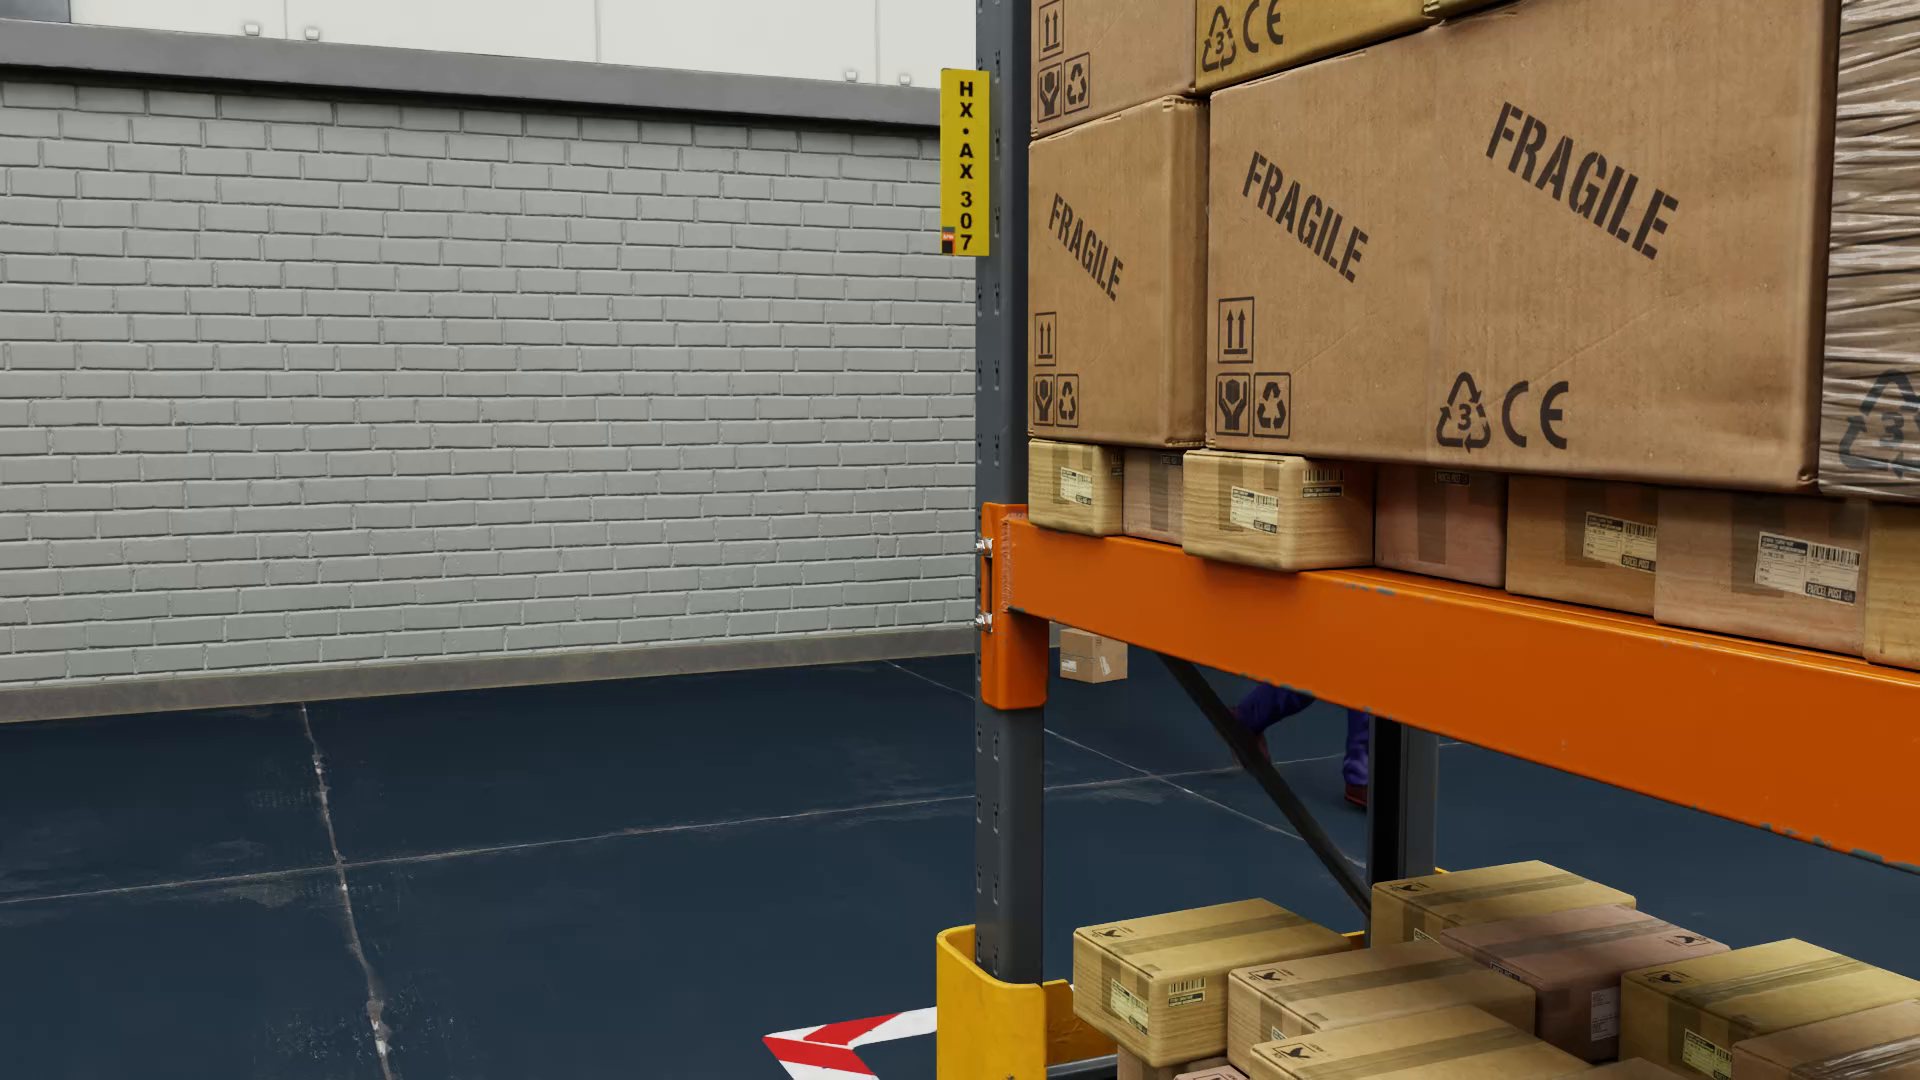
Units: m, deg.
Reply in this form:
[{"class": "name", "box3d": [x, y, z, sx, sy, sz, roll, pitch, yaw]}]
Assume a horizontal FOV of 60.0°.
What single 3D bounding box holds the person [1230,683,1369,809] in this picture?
[{"class": "person", "box3d": [1.324, 0.142, 6.053, 0.473, 1.614, 0.752, -2, 6, -24]}]
